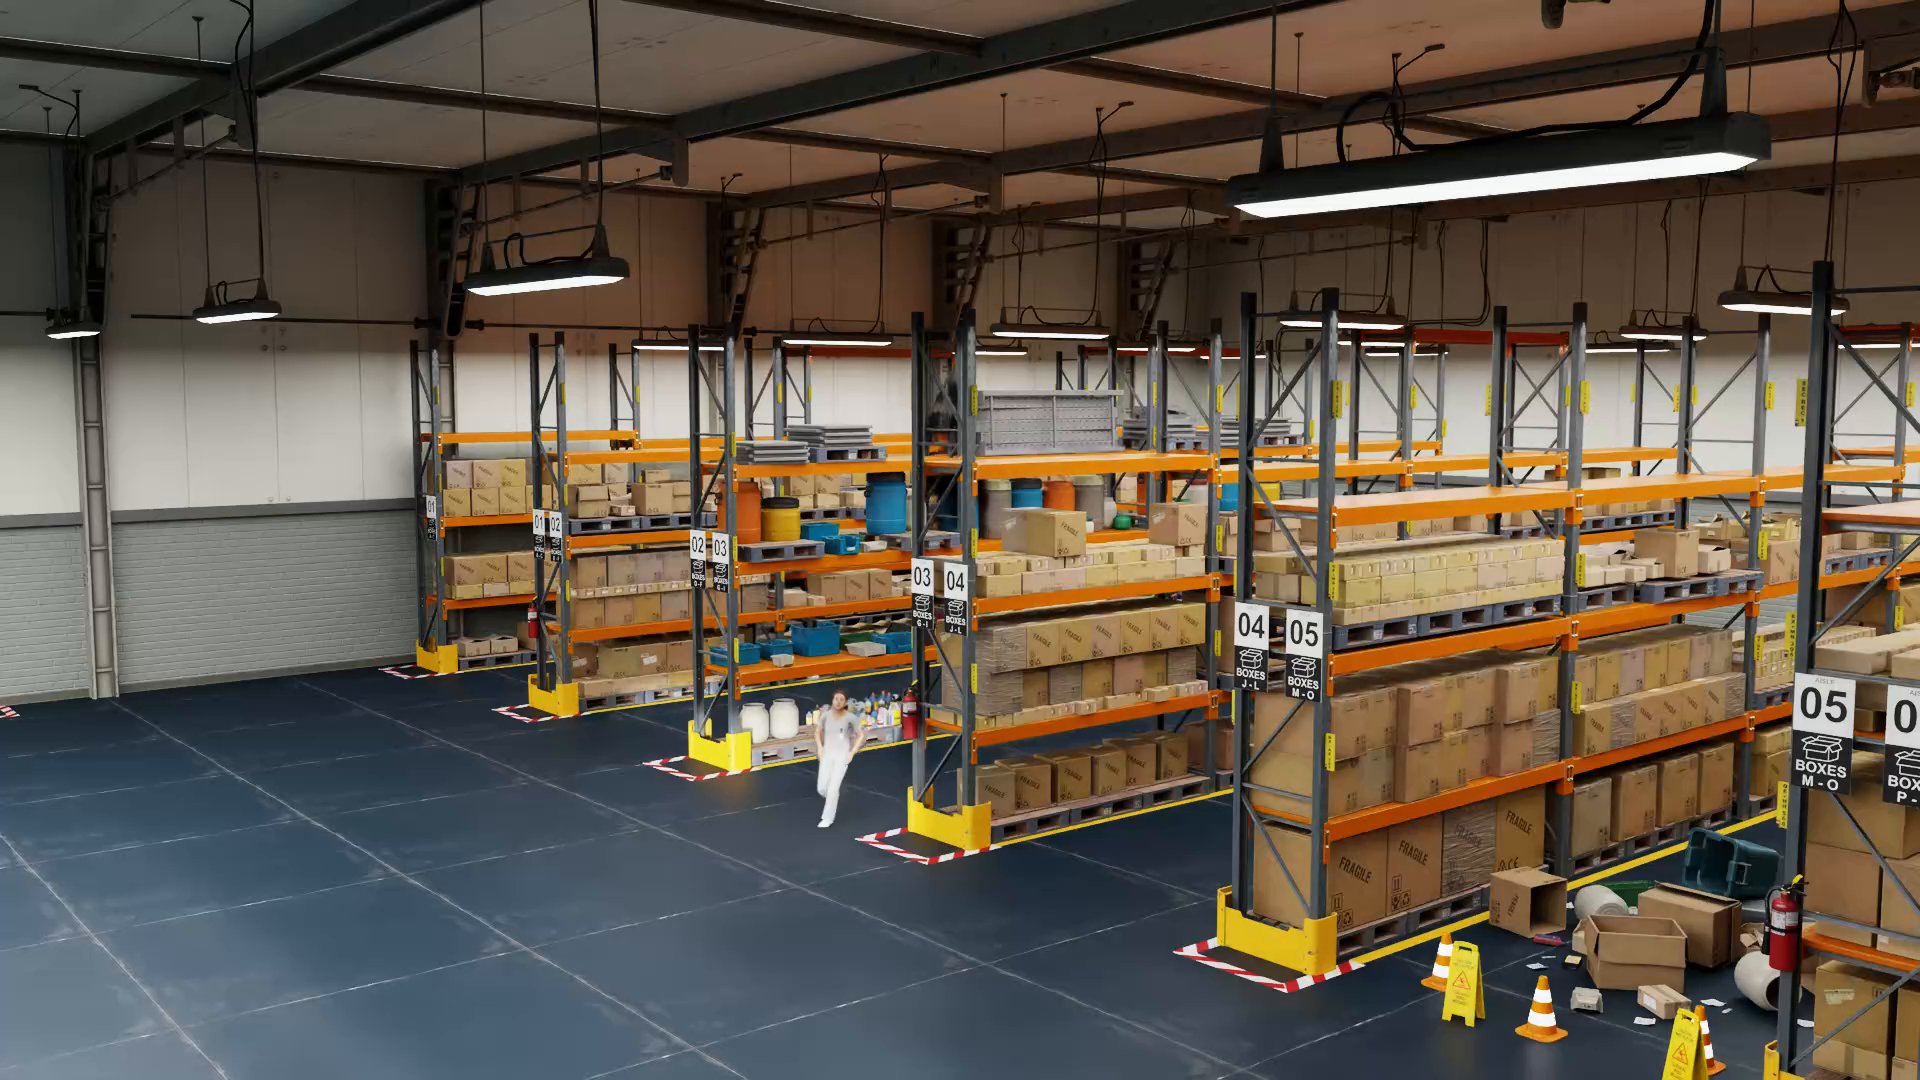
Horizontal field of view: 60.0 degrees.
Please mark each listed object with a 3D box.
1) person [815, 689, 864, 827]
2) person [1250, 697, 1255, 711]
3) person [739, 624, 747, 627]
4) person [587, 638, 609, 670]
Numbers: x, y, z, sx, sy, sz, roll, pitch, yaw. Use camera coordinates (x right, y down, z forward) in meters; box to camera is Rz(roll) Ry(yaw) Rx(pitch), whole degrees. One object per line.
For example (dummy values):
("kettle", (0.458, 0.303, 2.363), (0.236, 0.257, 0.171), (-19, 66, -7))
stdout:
("person", (-1.420, 2.546, 19.620), (0.592, 1.618, 0.586), (1, 5, 10))
("person", (4.451, 2.043, 25.076), (0.695, 1.695, 0.590), (-5, 7, -41))
("person", (-4.065, 1.454, 30.747), (0.593, 1.742, 0.665), (-5, 7, -43))
("person", (-6.297, 1.658, 29.196), (0.608, 1.632, 0.558), (5, 7, 42))
